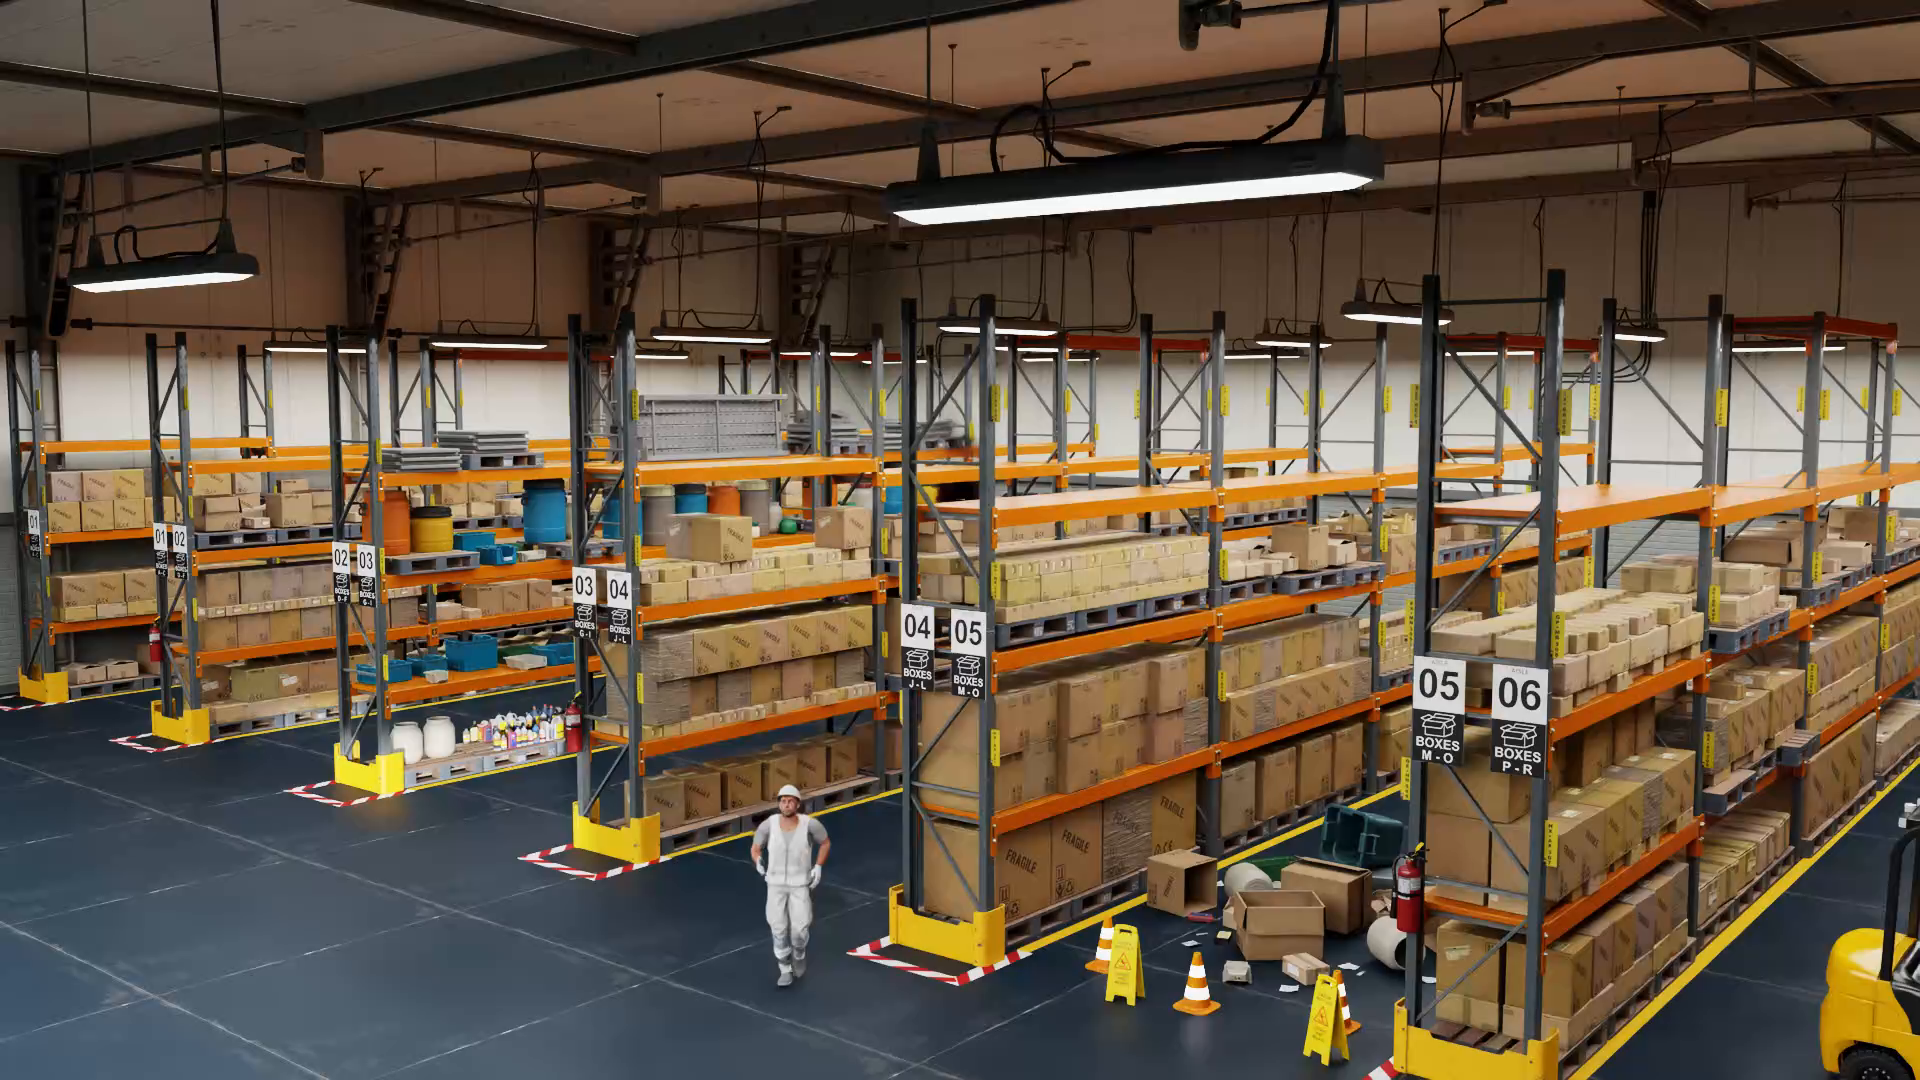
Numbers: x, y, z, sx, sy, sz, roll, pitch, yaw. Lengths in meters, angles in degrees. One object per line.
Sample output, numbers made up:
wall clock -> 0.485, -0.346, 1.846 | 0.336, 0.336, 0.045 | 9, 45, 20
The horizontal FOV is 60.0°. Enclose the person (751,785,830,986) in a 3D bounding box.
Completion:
person -> -1.491, 2.999, 14.373 | 0.678, 1.753, 0.577 | 0, 5, 4

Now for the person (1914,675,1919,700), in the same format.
person -> 14.853, 2.071, 25.505 | 0.651, 1.702, 0.674 | -2, 6, -25
